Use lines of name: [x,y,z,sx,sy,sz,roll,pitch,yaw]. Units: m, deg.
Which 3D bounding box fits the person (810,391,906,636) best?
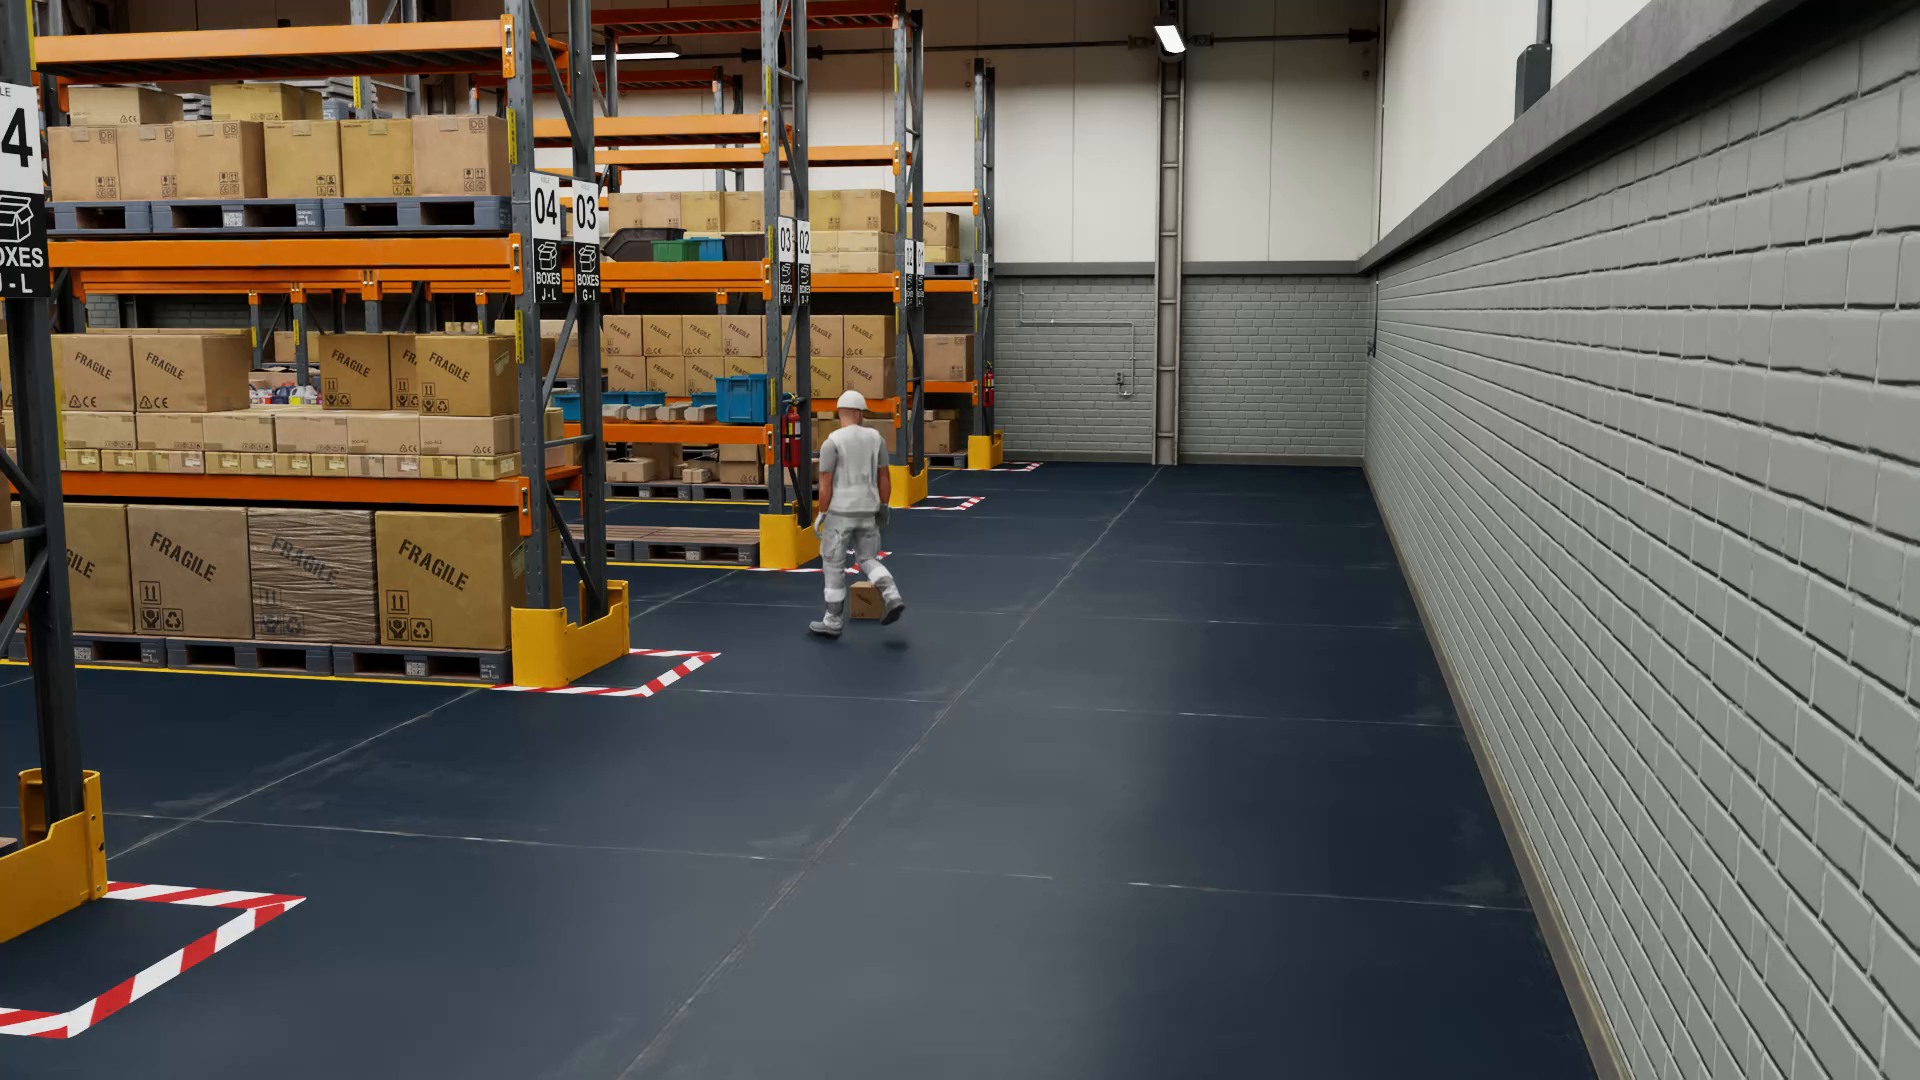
person: [-0.762,-0.184,11.995,0.602,1.778,0.709,-5,9,-33]
